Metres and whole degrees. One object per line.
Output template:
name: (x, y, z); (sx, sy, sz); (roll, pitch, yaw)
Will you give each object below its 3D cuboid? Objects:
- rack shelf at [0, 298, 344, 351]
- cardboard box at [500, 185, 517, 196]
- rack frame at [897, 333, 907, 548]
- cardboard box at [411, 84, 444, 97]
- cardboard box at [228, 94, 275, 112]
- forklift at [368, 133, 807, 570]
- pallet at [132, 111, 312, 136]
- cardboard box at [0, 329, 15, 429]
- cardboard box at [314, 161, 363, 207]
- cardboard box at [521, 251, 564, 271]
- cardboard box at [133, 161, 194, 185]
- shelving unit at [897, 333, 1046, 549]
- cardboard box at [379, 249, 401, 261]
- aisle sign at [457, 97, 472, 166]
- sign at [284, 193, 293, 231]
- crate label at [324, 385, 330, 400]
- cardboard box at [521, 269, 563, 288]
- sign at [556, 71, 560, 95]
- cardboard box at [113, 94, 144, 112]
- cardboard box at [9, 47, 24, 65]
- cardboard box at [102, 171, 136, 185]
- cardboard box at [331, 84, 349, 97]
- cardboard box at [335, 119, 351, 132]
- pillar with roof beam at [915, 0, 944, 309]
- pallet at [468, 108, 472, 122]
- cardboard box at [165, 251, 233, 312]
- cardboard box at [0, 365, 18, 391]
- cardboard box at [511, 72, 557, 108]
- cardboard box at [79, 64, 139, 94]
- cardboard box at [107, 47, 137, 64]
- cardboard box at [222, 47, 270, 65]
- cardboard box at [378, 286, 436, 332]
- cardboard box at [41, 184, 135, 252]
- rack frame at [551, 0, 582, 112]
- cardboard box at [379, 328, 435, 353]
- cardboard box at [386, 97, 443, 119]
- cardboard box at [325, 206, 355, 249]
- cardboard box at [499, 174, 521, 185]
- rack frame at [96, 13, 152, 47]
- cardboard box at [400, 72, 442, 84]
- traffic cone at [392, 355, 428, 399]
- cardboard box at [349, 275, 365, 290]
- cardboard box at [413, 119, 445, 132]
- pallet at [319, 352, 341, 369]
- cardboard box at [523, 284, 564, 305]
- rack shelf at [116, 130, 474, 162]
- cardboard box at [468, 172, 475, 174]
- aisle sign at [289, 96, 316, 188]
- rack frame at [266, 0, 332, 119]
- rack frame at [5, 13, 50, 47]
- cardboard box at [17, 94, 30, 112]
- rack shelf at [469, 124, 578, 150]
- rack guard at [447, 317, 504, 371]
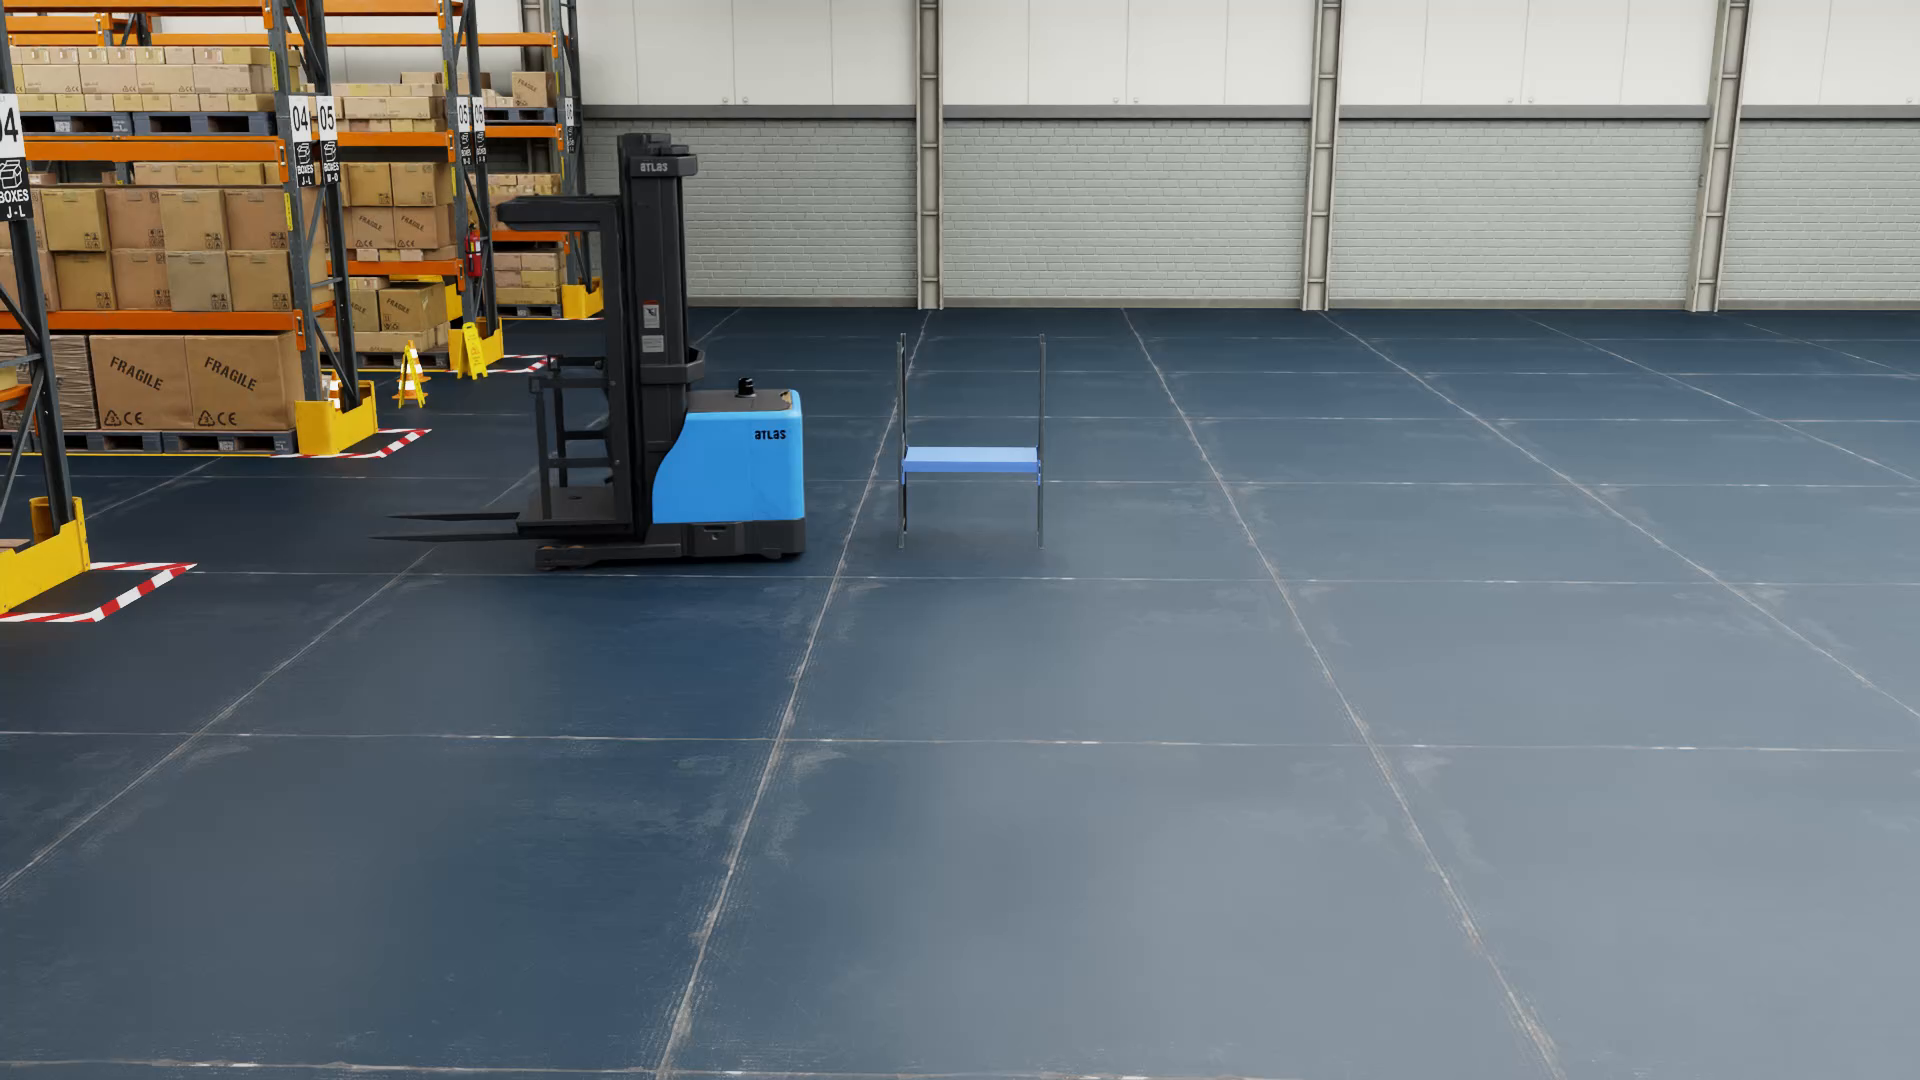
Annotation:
rack shelf: (-7.935, -2.044, 15.616); (4.000, 0.370, 1.077); (0, 15, 1)
cardboard box: (-6.655, -5.211, 24.746); (0.250, 0.149, 0.380); (1, 15, 2)
rack frame: (-0.423, -0.728, 12.159); (0.032, 1.500, 0.500); (0, 15, 1)
cardboard box: (-6.256, -5.283, 19.533); (0.250, 0.149, 0.380); (1, 15, 2)
cardboard box: (-6.277, -3.874, 14.739); (0.250, 0.149, 0.380); (0, 15, 1)
forklift: (-2.642, -1.349, 11.708); (3.031, 2.935, 1.130); (-2, 15, -6)
pallet: (-6.678, -3.788, 15.112); (1.213, 0.211, 1.003); (0, 15, 1)
cardboard box: (-9.308, -1.558, 15.708); (0.875, 0.875, 0.875); (1, 15, 2)
cardboard box: (-7.445, -4.247, 19.818); (0.500, 0.500, 0.700); (0, 15, 1)
cardboard box: (-6.256, -4.188, 24.940); (0.500, 0.250, 0.500); (1, 15, 3)
cardboard box: (-9.475, -4.285, 19.962); (0.500, 0.500, 0.700); (0, 15, 1)
shelving unit: (0.085, -0.725, 12.147); (1.048, 1.500, 0.538); (0, 15, 1)
cardboard box: (-6.802, -3.448, 20.023); (0.250, 0.149, 0.380); (0, 15, 0)
aisle sign: (-5.856, -4.824, 19.649); (0.004, 0.787, 0.394); (0, 15, 1)
sign: (-5.964, -2.915, 14.773); (0.005, 0.325, 0.100); (0, 15, 1)
crate label: (-6.849, -1.635, 18.269); (0.298, 0.136, 0.250); (-8, 17, -28)
cardboard box: (-6.282, -3.946, 25.003); (0.500, 0.250, 0.500); (0, 15, 1)
sign: (-5.815, -6.609, 24.050); (0.005, 0.325, 0.100); (0, 15, 1)
cardboard box: (-7.295, -3.881, 14.764); (0.250, 0.149, 0.380); (0, 15, 1)
cardboard box: (-8.307, -4.273, 14.687); (0.250, 0.149, 0.380); (0, 15, 1)
cardboard box: (-10.370, -4.470, 20.527); (0.250, 0.149, 0.380); (0, 15, 1)
cardboard box: (-7.265, -5.309, 19.634); (0.250, 0.149, 0.380); (0, 15, 1)
cardboard box: (-7.290, -4.913, 19.695); (0.250, 0.149, 0.380); (0, 15, 1)
pillar with roof beam: (-0.572, -6.905, 20.874); (0.400, 9.000, 9.100); (0, 15, 1)
pallet: (-7.716, -6.333, 24.759); (1.213, 0.211, 1.003); (0, 15, 1)
cardboard box: (-6.858, -2.440, 15.414); (0.550, 0.550, 0.875); (0, 15, 1)
cardboard box: (-6.442, -1.055, 10.953); (0.250, 0.149, 0.380); (0, 15, 1)
cardboard box: (-6.236, -6.598, 24.374); (0.500, 0.500, 0.500); (1, 15, 3)
cardboard box: (-7.434, -4.090, 14.776); (0.500, 0.250, 0.500); (0, 15, 1)
cardboard box: (-7.296, -4.267, 14.663); (0.250, 0.149, 0.380); (0, 15, 2)
cardboard box: (-6.281, -4.260, 14.637); (0.250, 0.149, 0.380); (1, 15, 2)
cardboard box: (-6.718, -2.816, 20.231); (0.500, 0.500, 0.500); (0, 15, 2)
cardboard box: (-7.947, -2.974, 15.322); (0.500, 0.550, 0.875); (0, 15, 1)
rack frame: (-5.787, -7.808, 24.295); (0.127, 3.000, 1.000); (0, 15, 1)
cardboard box: (-6.749, -2.452, 20.320); (0.500, 0.250, 0.500); (0, 15, 1)
cardboard box: (-6.429, -5.098, 19.613); (0.500, 0.250, 0.500); (0, 15, 1)
cardboard box: (-7.461, -3.775, 19.991); (0.500, 0.500, 0.500); (0, 15, 1)
cardboard box: (-6.660, -5.350, 24.688); (0.250, 0.149, 0.380); (1, 15, 3)
rack frame: (-9.909, -6.568, 19.596); (0.127, 3.000, 1.000); (0, 15, 1)
cardboard box: (-7.841, -6.645, 24.547); (0.637, 0.503, 0.797); (1, 15, 3)
traffic cone: (-6.062, -1.803, 18.268); (0.334, 0.463, 0.336); (0, 15, 1)
cardboard box: (-7.338, -3.118, 20.102); (0.250, 0.149, 0.380); (1, 15, 2)
cardboard box: (-6.274, -4.901, 19.650); (0.250, 0.149, 0.380); (0, 15, 2)
pallet: (-8.014, -2.317, 20.707); (1.213, 0.211, 1.003); (0, 15, 1)
cardboard box: (-6.265, -3.703, 25.064); (0.500, 0.250, 0.500); (0, 15, 2)
rack shelf: (-7.910, -4.757, 20.021); (4.000, 0.370, 1.077); (0, 15, 1)
cardboard box: (-7.414, -5.506, 25.278); (0.250, 0.149, 0.380); (0, 15, 0)
aisle sign: (-5.873, -3.558, 14.852); (0.004, 0.787, 0.394); (0, 15, 1)
rack frame: (-5.936, -5.279, 14.710); (0.127, 3.000, 1.000); (0, 15, 1)
rack frame: (-13.785, -7.860, 24.492); (0.127, 3.000, 1.000); (0, 15, 1)
cardboard box: (-8.306, -3.888, 14.790); (0.250, 0.149, 0.380); (0, 15, 1)
rack shelf: (-7.787, -6.023, 24.819); (4.000, 0.370, 1.077); (0, 15, 1)
rack guard: (-5.986, -2.433, 20.583); (0.348, 0.500, 1.175); (0, 15, 1)
